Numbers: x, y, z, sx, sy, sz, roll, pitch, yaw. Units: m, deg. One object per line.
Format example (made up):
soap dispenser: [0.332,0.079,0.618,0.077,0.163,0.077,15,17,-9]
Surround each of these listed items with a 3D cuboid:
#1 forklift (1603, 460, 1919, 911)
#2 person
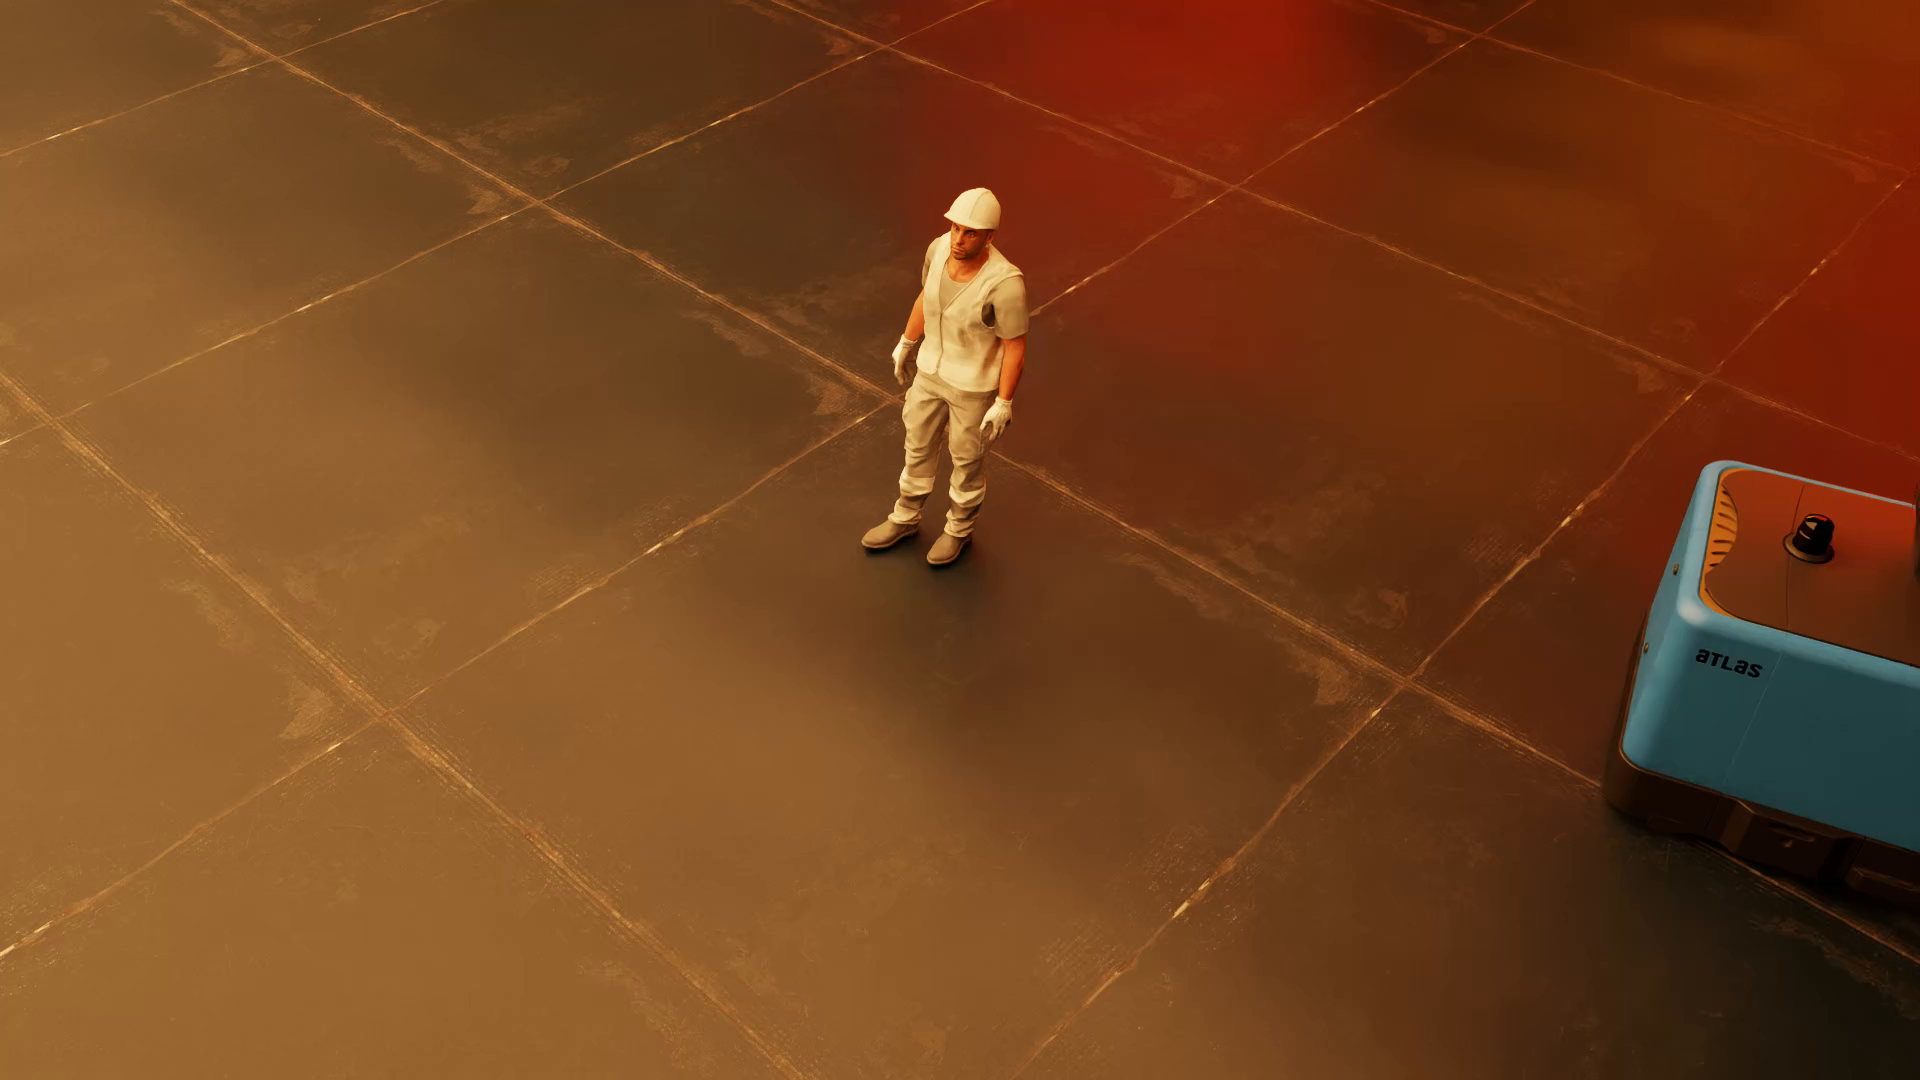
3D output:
forklift: [4.048,0.060,5.358,3.031,2.935,1.130,17,43,18]
person: [-0.064,-0.649,7.054,0.637,1.785,0.560,31,49,31]
